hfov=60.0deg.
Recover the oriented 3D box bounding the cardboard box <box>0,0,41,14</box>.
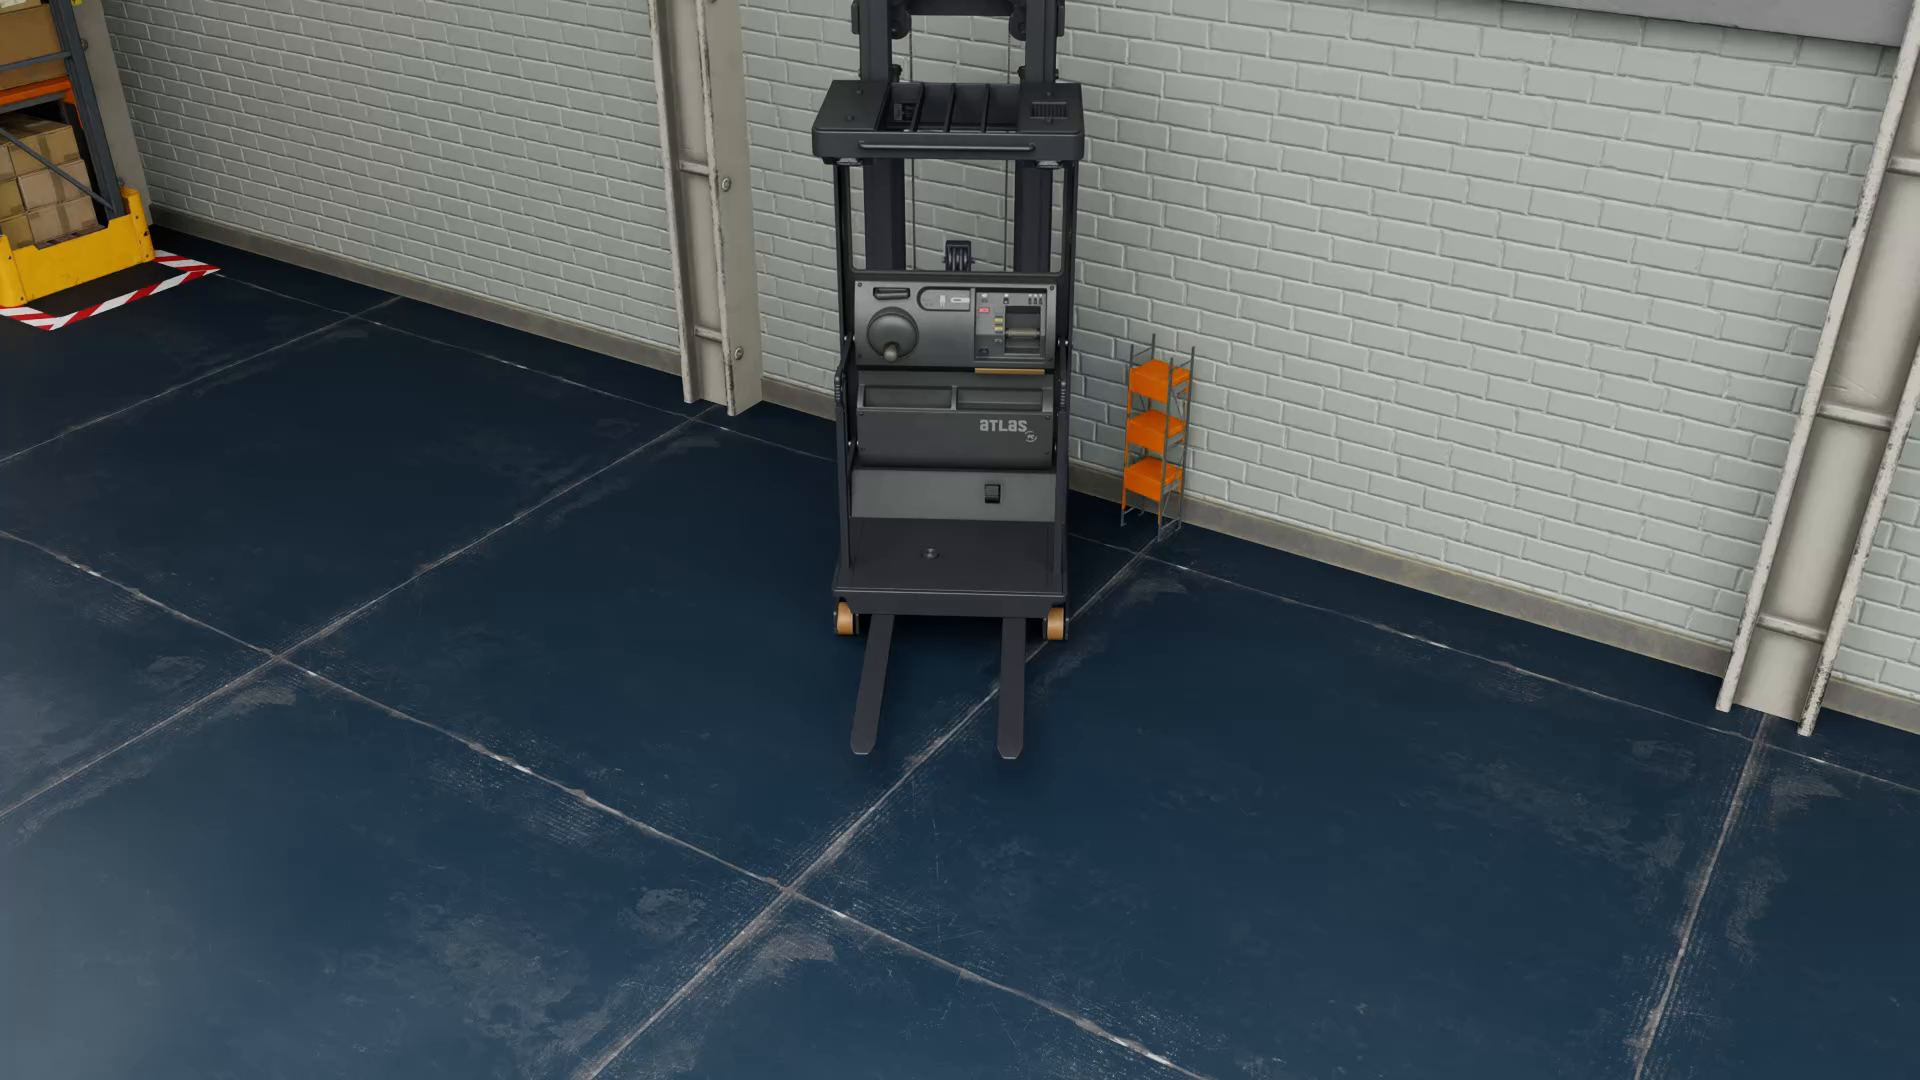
[{"bbox_3d":[-6.568,-3.721,11.409,0.250,0.149,0.380,17,34,26],"label":"cardboard box"}]

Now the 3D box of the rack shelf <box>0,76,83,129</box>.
[{"bbox_3d":[-8.113,-3.421,12.351,4.000,0.370,1.077,18,35,27],"label":"rack shelf"}]

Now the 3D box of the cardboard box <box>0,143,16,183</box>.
[{"bbox_3d":[-6.975,-2.612,11.570,0.500,0.250,0.500,19,35,29],"label":"cardboard box"}]

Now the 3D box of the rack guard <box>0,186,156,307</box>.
[{"bbox_3d":[-6.399,-2.110,11.871,0.348,0.500,1.175,18,35,27],"label":"rack guard"}]

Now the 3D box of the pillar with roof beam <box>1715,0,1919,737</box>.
[{"bbox_3d":[1.346,-1.306,2.059,0.400,9.000,9.100,18,35,27],"label":"pillar with roof beam"}]

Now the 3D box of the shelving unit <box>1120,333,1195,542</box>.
[{"bbox_3d":[1.017,-0.521,8.602,0.252,1.050,0.215,25,38,36],"label":"shelving unit"}]

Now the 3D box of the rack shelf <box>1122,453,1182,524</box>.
[{"bbox_3d":[1.017,-0.272,8.747,0.240,0.259,0.215,25,38,36],"label":"rack shelf"}]

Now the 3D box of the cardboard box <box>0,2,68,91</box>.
[{"bbox_3d":[-6.691,-3.491,11.657,0.500,0.500,0.500,19,35,29],"label":"cardboard box"}]

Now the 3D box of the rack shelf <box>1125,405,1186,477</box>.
[{"bbox_3d":[1.017,-0.512,8.607,0.240,0.259,0.215,25,38,36],"label":"rack shelf"}]

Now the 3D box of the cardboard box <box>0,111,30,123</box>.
[{"bbox_3d":[-7.151,-2.964,12.173,0.500,0.250,0.500,18,35,27],"label":"cardboard box"}]

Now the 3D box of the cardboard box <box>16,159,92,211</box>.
[{"bbox_3d":[-6.707,-2.620,12.081,0.500,0.250,0.500,18,35,28],"label":"cardboard box"}]

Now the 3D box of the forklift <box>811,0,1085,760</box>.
[{"bbox_3d":[-0.029,-0.953,7.474,1.130,2.935,3.031,1,30,2],"label":"forklift"}]

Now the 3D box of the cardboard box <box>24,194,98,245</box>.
[{"bbox_3d":[-6.731,-2.405,12.207,0.500,0.250,0.500,18,35,28],"label":"cardboard box"}]

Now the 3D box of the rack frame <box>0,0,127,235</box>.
[{"bbox_3d":[-6.419,-3.196,11.252,0.127,3.000,1.000,18,35,27],"label":"rack frame"}]

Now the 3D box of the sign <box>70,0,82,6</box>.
[{"bbox_3d":[-6.119,-3.839,11.417,0.005,0.325,0.100,18,35,27],"label":"sign"}]

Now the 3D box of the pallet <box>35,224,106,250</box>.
[{"bbox_3d":[-7.089,-2.179,12.275,1.213,0.211,1.003,18,35,27],"label":"pallet"}]

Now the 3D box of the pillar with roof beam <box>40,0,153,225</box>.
[{"bbox_3d":[-8.818,-4.521,7.570,0.400,9.000,9.100,18,35,27],"label":"pillar with roof beam"}]

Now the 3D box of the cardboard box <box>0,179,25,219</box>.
[{"bbox_3d":[-6.997,-2.403,11.708,0.500,0.250,0.500,17,34,27],"label":"cardboard box"}]

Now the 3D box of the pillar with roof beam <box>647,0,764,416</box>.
[{"bbox_3d":[-3.736,-2.914,4.814,0.400,9.000,9.100,18,35,27],"label":"pillar with roof beam"}]

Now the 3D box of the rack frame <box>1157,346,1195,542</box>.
[{"bbox_3d":[1.107,-0.480,8.531,0.008,1.050,0.200,25,38,36],"label":"rack frame"}]

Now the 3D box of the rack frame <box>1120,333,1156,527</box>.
[{"bbox_3d":[0.927,-0.563,8.673,0.008,1.050,0.200,25,38,36],"label":"rack frame"}]

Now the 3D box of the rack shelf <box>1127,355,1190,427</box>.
[{"bbox_3d":[1.017,-0.757,8.464,0.240,0.259,0.215,25,38,36],"label":"rack shelf"}]

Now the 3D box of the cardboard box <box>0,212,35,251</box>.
[{"bbox_3d":[-6.985,-2.181,11.823,0.500,0.250,0.500,18,35,28],"label":"cardboard box"}]

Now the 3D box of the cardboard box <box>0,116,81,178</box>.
[{"bbox_3d":[-6.725,-2.831,11.946,0.500,0.250,0.500,17,34,27],"label":"cardboard box"}]
